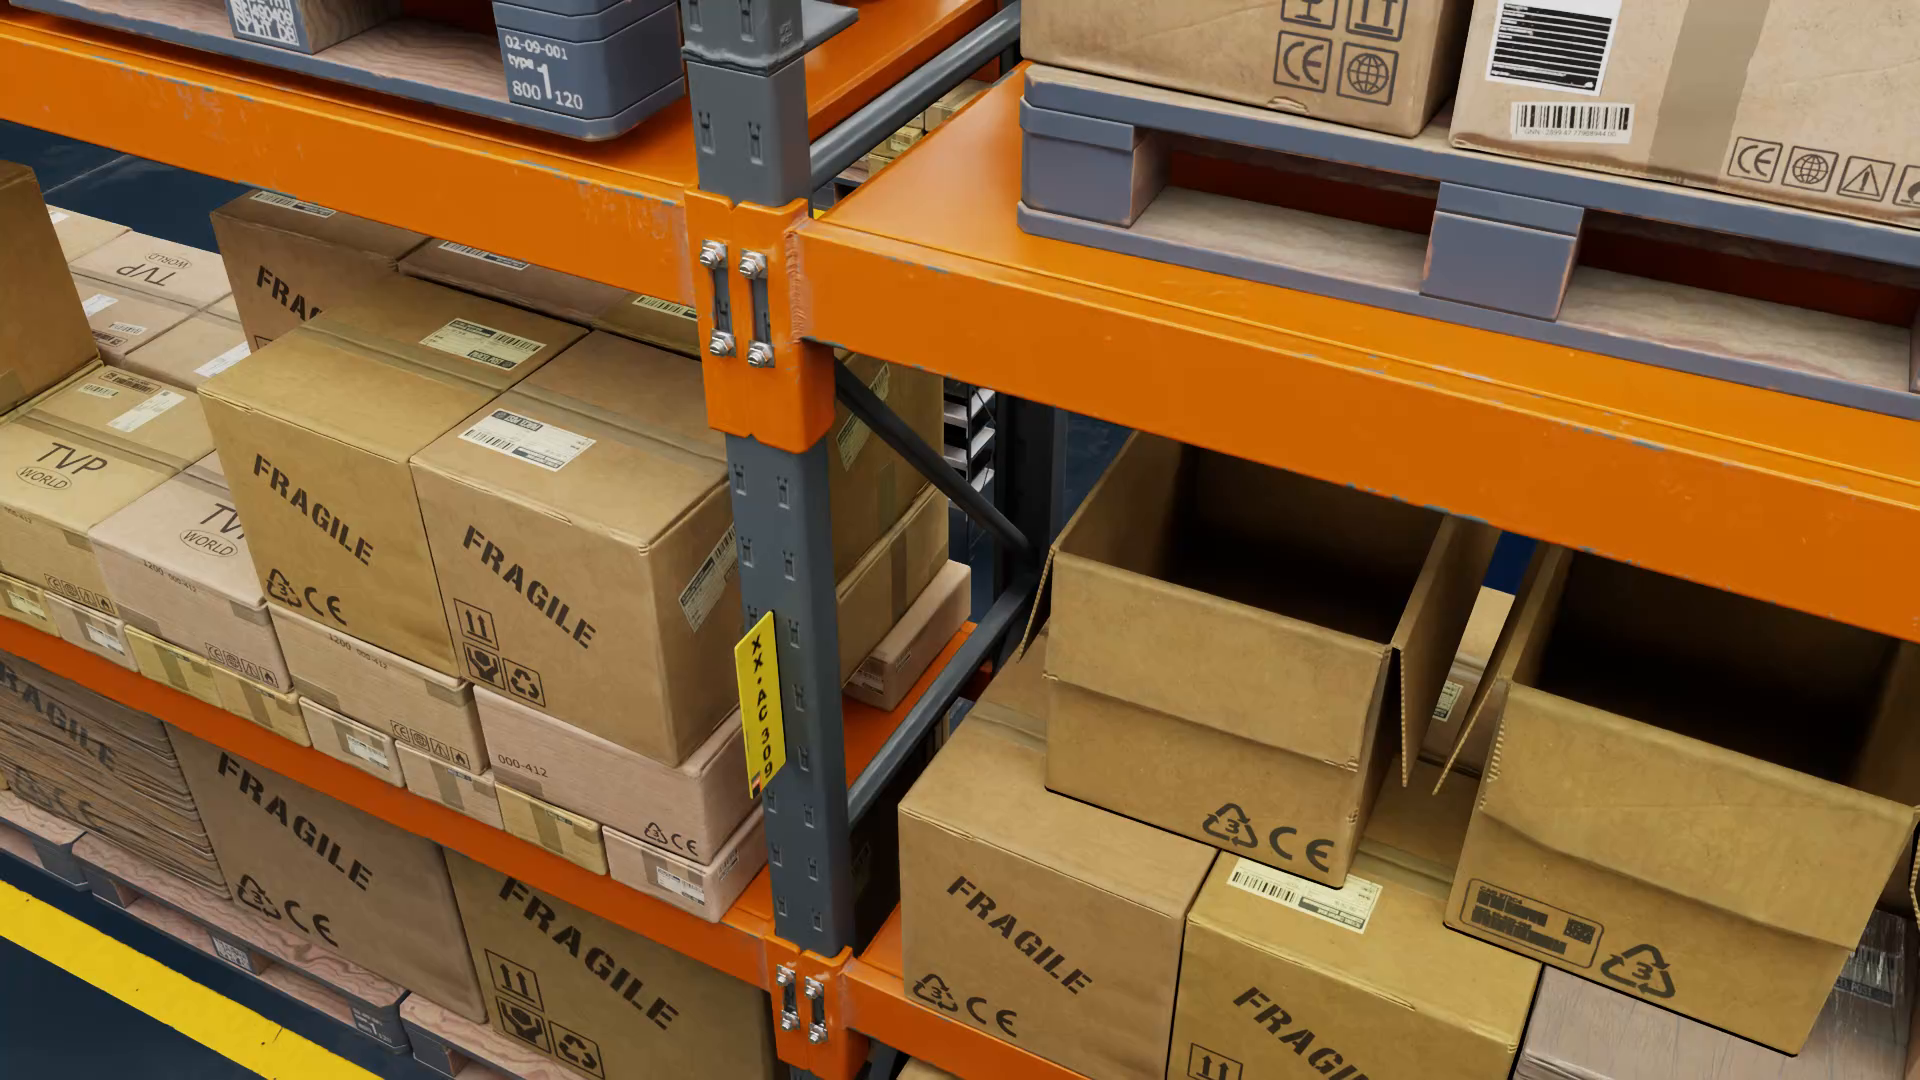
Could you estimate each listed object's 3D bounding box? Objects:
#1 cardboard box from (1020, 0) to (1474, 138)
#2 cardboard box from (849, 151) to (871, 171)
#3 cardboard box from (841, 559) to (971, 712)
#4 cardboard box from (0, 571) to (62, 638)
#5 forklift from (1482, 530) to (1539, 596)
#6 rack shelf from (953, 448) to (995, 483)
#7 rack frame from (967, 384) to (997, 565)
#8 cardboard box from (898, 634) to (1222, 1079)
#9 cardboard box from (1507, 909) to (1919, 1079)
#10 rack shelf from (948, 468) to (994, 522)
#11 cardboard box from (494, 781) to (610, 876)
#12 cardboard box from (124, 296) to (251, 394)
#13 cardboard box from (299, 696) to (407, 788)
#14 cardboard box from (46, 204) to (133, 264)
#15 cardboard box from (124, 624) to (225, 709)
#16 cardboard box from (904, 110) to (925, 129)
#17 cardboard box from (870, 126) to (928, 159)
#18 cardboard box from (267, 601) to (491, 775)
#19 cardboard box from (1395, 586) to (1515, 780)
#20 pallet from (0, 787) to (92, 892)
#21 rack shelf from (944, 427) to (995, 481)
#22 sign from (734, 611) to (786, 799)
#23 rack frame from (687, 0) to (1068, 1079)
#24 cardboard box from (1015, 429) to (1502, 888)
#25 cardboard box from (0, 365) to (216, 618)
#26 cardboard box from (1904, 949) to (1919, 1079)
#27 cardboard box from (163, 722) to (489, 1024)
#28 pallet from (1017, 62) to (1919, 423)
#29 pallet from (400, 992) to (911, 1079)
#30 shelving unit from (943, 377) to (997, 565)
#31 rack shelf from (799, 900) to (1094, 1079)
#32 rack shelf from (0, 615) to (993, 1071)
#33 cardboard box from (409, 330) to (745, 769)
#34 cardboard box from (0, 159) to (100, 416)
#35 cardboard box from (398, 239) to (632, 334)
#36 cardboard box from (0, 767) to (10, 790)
[{"bbox_3d":[0.458,-0.902,2.047,0.500,0.500,0.700,18,41,23],"label":"cardboard box"},{"bbox_3d":[-0.431,-2.024,8.445,0.250,0.149,0.380,18,41,22],"label":"cardboard box"},{"bbox_3d":[-0.171,0.183,3.736,0.250,0.149,0.380,17,41,22],"label":"cardboard box"},{"bbox_3d":[-2.083,0.034,3.932,0.250,0.149,0.380,16,40,20],"label":"cardboard box"},{"bbox_3d":[2.484,-0.459,4.430,3.031,2.935,1.130,16,40,20],"label":"forklift"},{"bbox_3d":[-0.007,-0.262,6.055,0.200,0.077,0.258,17,41,21],"label":"rack shelf"},{"bbox_3d":[0.083,-0.332,5.944,0.006,0.900,0.240,17,41,21],"label":"rack frame"},{"bbox_3d":[0.232,0.566,2.941,0.500,0.500,0.500,18,41,22],"label":"cardboard box"},{"bbox_3d":[1.123,0.845,2.574,0.500,0.500,0.500,16,40,20],"label":"cardboard box"},{"bbox_3d":[-0.007,-0.191,6.110,0.200,0.077,0.258,17,41,21],"label":"rack shelf"},{"bbox_3d":[-0.712,0.463,3.367,0.250,0.149,0.380,18,41,22],"label":"cardboard box"},{"bbox_3d":[-1.694,-0.410,4.187,0.500,0.250,0.500,17,41,22],"label":"cardboard box"},{"bbox_3d":[-1.168,0.320,3.555,0.250,0.149,0.380,18,41,22],"label":"cardboard box"},{"bbox_3d":[-2.611,-0.694,4.561,0.500,0.250,0.500,17,40,21],"label":"cardboard box"},{"bbox_3d":[-1.624,0.178,3.743,0.250,0.149,0.380,17,40,21],"label":"cardboard box"},{"bbox_3d":[-0.210,-2.169,8.145,0.250,0.149,0.380,15,40,19],"label":"cardboard box"},{"bbox_3d":[-0.242,-2.014,8.186,0.250,0.149,0.380,19,41,23],"label":"cardboard box"},{"bbox_3d":[-1.035,0.160,3.436,0.500,0.250,0.500,19,41,23],"label":"cardboard box"},{"bbox_3d":[0.916,0.428,3.122,0.500,0.500,0.500,19,41,23],"label":"cardboard box"},{"bbox_3d":[-2.867,0.522,5.387,1.213,0.211,1.003,17,41,21],"label":"pallet"},{"bbox_3d":[-0.007,-0.334,6.001,0.200,0.077,0.258,17,41,21],"label":"rack shelf"},{"bbox_3d":[-0.315,0.266,2.638,0.005,0.325,0.100,17,41,21],"label":"sign"},{"bbox_3d":[-0.061,0.344,3.317,0.127,3.000,1.000,17,41,21],"label":"rack frame"},{"bbox_3d":[0.510,0.077,2.755,0.637,0.503,0.797,16,40,20],"label":"cardboard box"},{"bbox_3d":[-1.936,-0.124,3.811,0.500,0.250,0.500,17,40,21],"label":"cardboard box"},{"bbox_3d":[1.673,0.439,2.279,0.637,0.503,0.797,19,41,23],"label":"cardboard box"},{"bbox_3d":[-1.410,0.546,4.460,0.875,0.875,0.875,17,41,21],"label":"cardboard box"},{"bbox_3d":[0.776,-0.547,2.167,1.217,0.209,0.805,16,40,20],"label":"pallet"},{"bbox_3d":[-0.700,1.201,4.494,1.213,0.211,1.003,17,41,21],"label":"pallet"},{"bbox_3d":[-0.007,-0.361,5.981,0.210,0.900,0.258,17,41,21],"label":"shelving unit"},{"bbox_3d":[1.715,1.186,2.801,4.000,0.370,1.077,17,41,21],"label":"rack shelf"},{"bbox_3d":[-1.837,0.074,4.267,4.000,0.370,1.077,17,41,21],"label":"rack shelf"},{"bbox_3d":[-0.592,0.002,3.024,0.500,0.500,0.500,19,41,23],"label":"cardboard box"},{"bbox_3d":[-2.404,-0.568,3.775,0.500,0.500,0.500,16,40,20],"label":"cardboard box"},{"bbox_3d":[-0.803,-0.425,3.587,0.500,0.500,0.500,17,41,21],"label":"cardboard box"},{"bbox_3d":[-3.008,0.045,5.119,0.875,0.875,0.875,17,41,21],"label":"cardboard box"}]
